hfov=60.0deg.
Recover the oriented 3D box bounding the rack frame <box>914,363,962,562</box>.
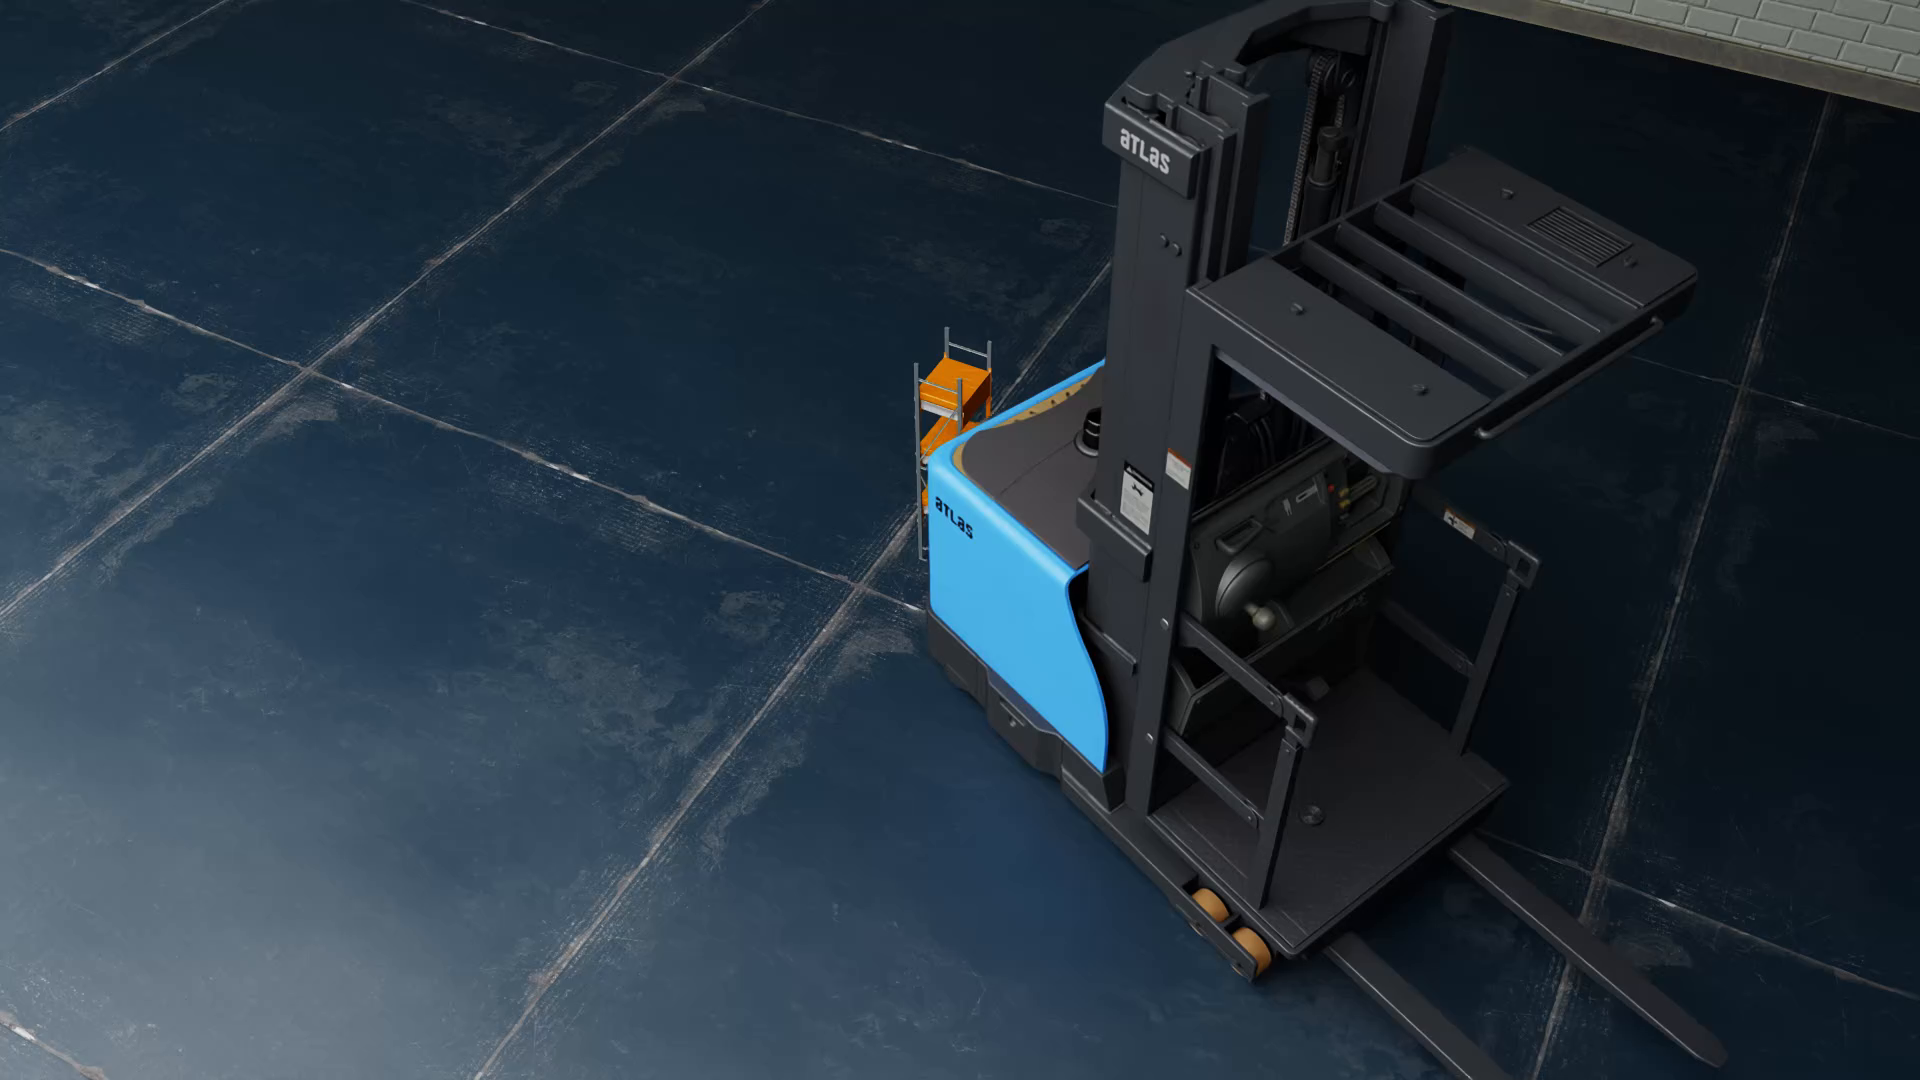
[{"bbox_3d":[-0.081,-0.258,6.547,0.200,1.050,0.008,20,49,19],"label":"rack frame"}]

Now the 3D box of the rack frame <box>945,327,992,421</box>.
[{"bbox_3d":[0.032,-0.412,6.699,0.200,1.050,0.008,20,49,19],"label":"rack frame"}]

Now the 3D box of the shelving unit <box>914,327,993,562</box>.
[{"bbox_3d":[-0.025,-0.335,6.623,0.215,1.050,0.252,20,49,19],"label":"shelving unit"}]

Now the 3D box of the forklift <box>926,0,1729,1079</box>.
[{"bbox_3d":[1.178,0.028,4.942,1.130,2.935,3.031,-29,52,-26],"label":"forklift"}]

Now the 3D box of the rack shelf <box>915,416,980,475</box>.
[{"bbox_3d":[-0.025,-0.328,6.631,0.215,0.259,0.240,20,49,19],"label":"rack shelf"}]

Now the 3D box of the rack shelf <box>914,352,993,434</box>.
[{"bbox_3d":[-0.025,-0.527,6.429,0.215,0.259,0.240,20,49,19],"label":"rack shelf"}]

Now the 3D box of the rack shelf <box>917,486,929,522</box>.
[{"bbox_3d":[-0.025,-0.133,6.828,0.215,0.259,0.240,20,49,19],"label":"rack shelf"}]
